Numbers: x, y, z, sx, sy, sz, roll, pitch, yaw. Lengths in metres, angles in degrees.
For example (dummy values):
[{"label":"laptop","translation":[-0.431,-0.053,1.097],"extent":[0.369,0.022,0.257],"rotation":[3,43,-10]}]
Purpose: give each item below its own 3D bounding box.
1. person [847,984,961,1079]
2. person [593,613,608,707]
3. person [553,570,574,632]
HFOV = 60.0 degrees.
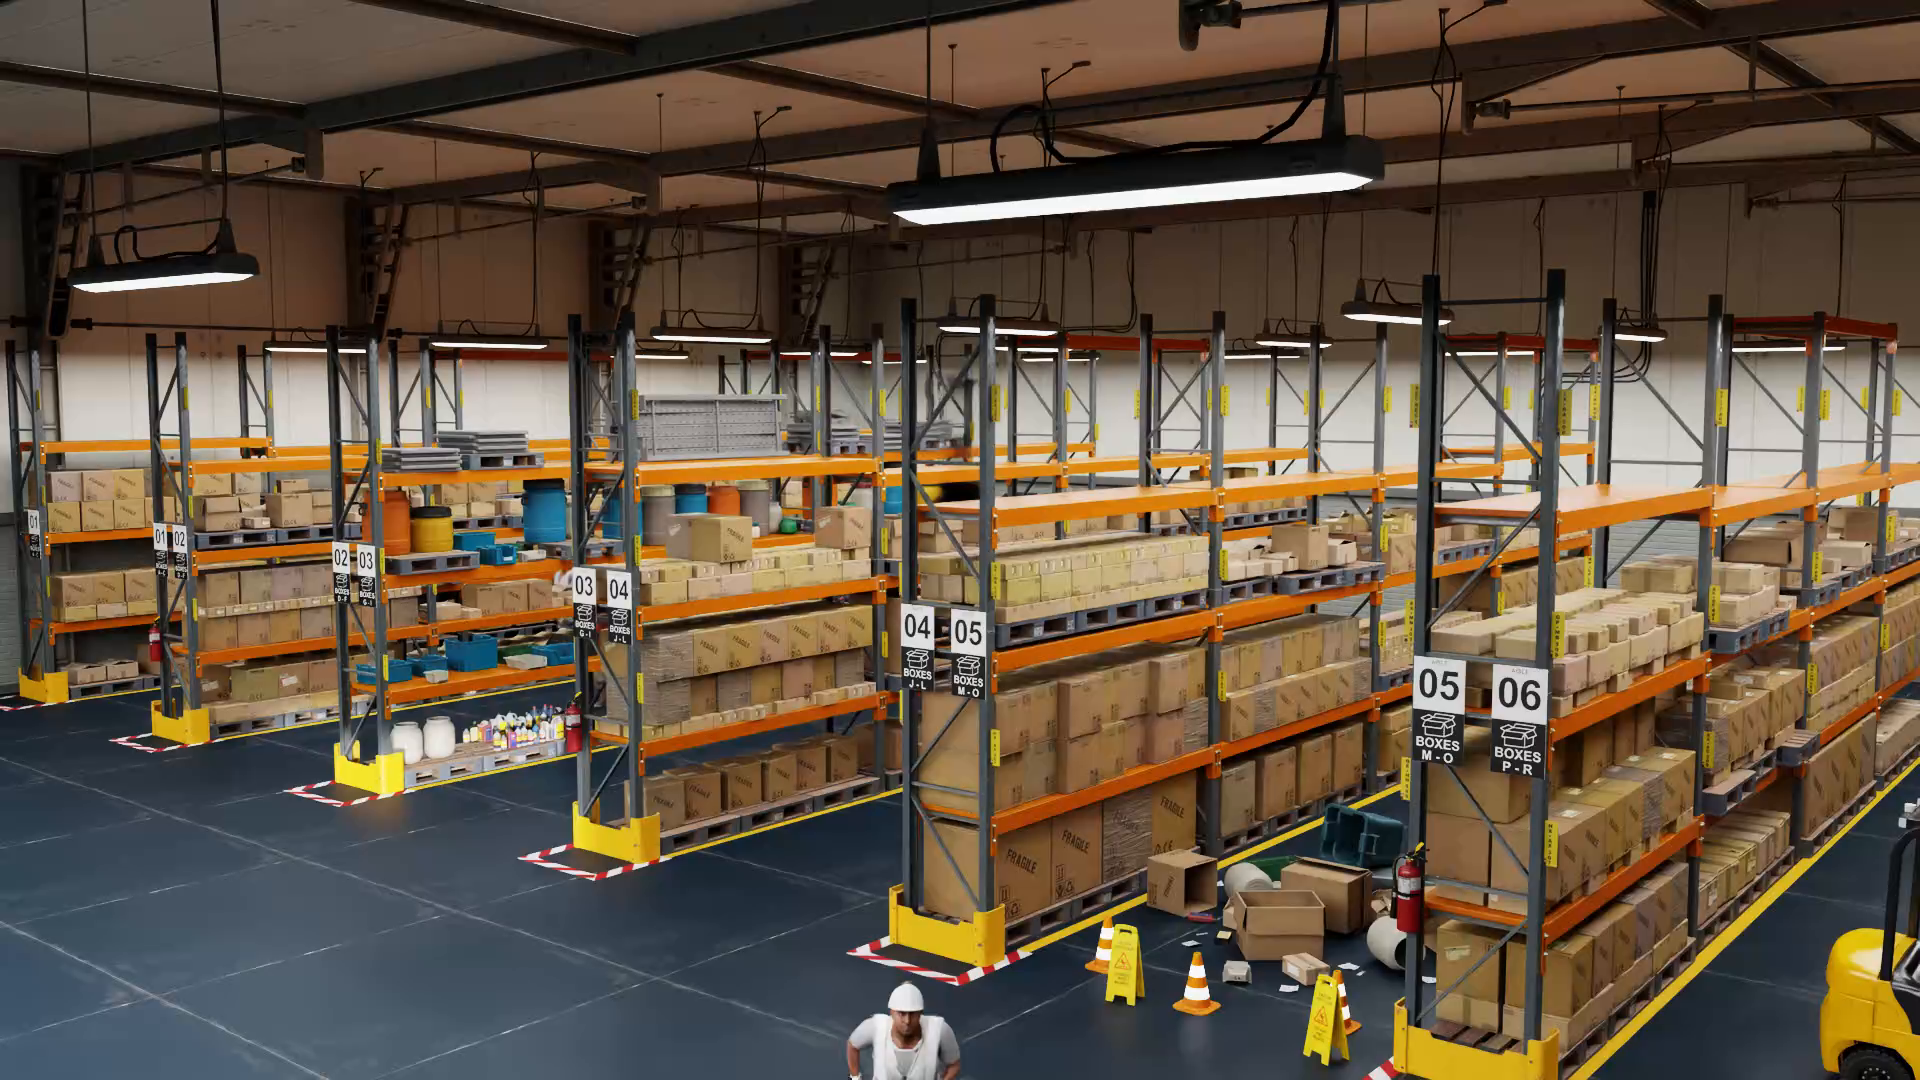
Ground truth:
[{"label":"person","translation":[-0.336,3.433,10.006],"extent":[0.675,1.705,0.759],"rotation":[-1,5,-7]},{"label":"person","translation":[-5.843,1.888,27.248],"extent":[0.665,1.688,0.559],"rotation":[4,7,38]},{"label":"person","translation":[-8.044,1.241,33.902],"extent":[0.657,1.771,0.856],"rotation":[3,6,26]}]
